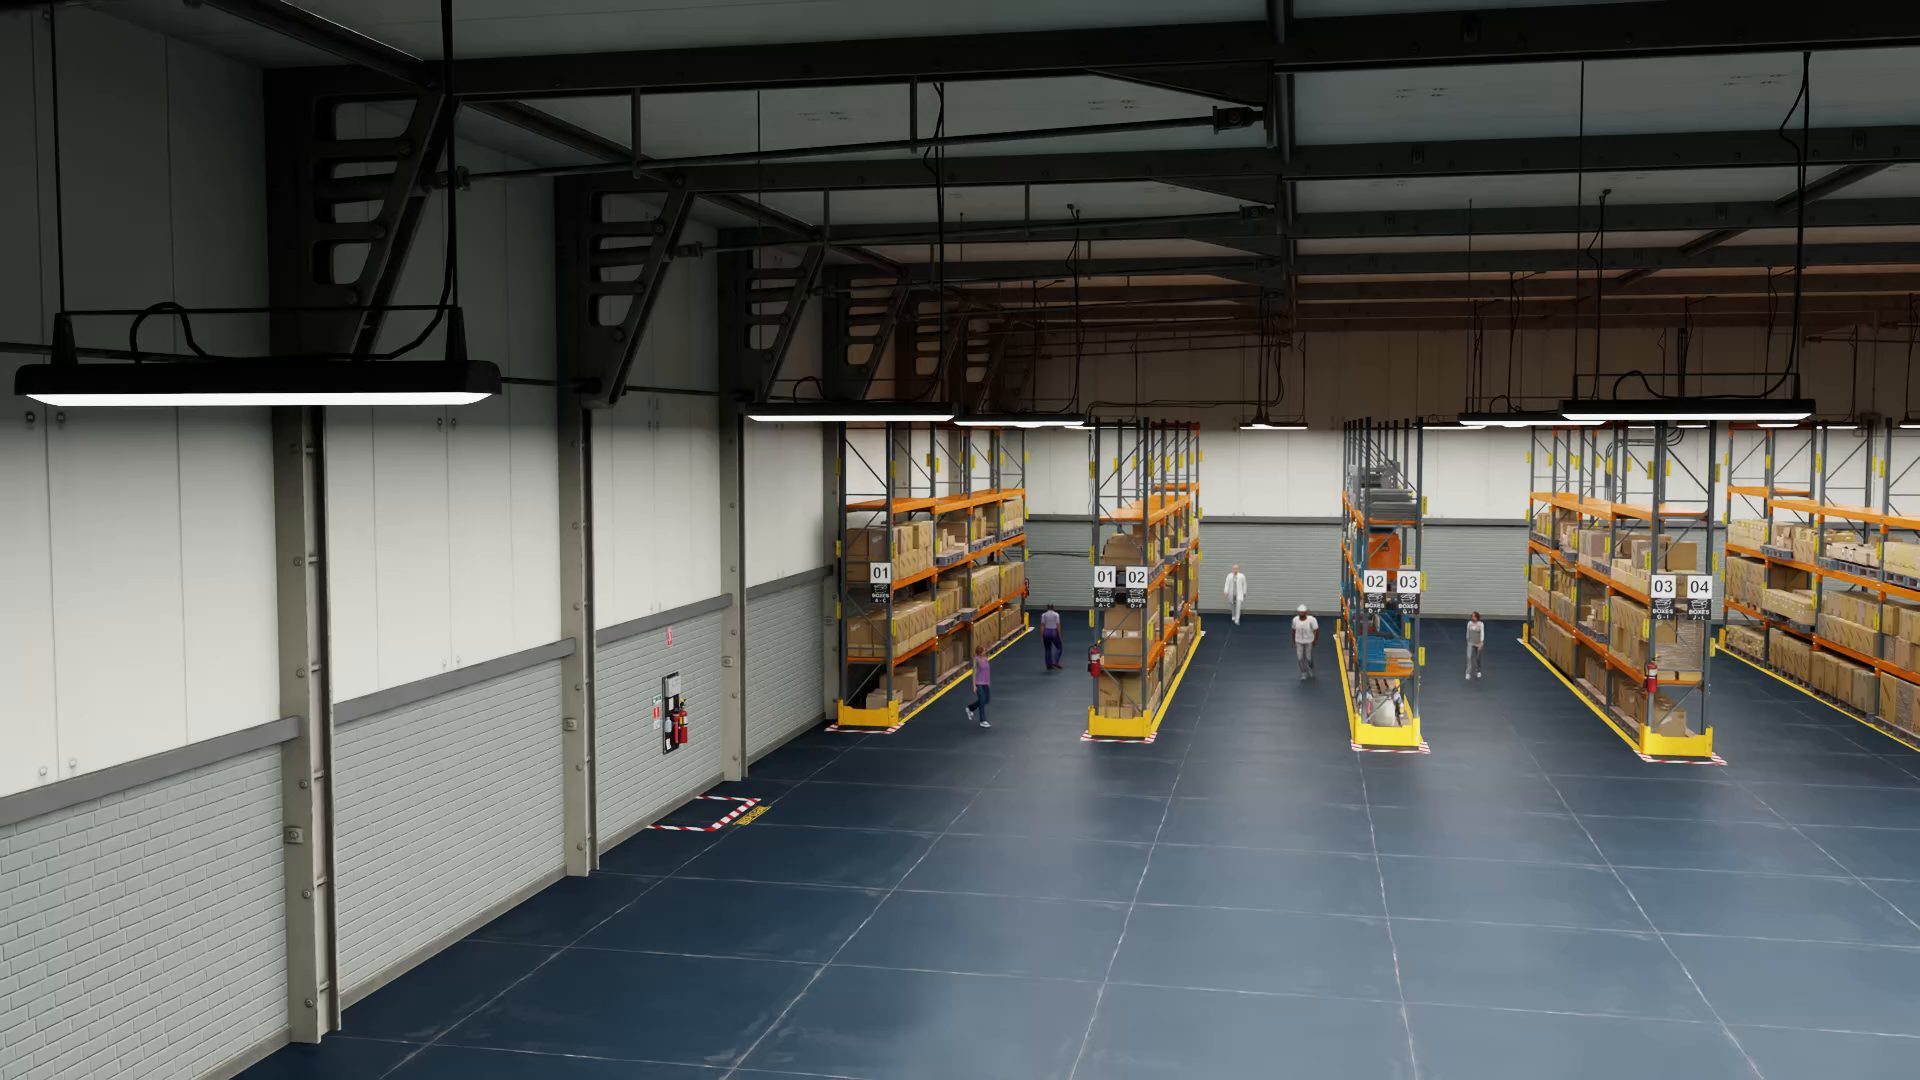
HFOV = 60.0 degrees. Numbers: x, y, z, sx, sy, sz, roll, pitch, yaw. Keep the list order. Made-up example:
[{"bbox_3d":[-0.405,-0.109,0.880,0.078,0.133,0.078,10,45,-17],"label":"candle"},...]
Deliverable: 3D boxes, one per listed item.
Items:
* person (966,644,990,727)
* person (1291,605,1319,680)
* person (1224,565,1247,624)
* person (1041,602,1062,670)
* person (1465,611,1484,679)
[{"bbox_3d":[0.386,2.817,32.426,0.704,1.581,0.471,3,5,40],"label":"person"},{"bbox_3d":[8.005,2.357,38.536,0.636,1.740,0.669,2,4,27],"label":"person"},{"bbox_3d":[8.243,1.607,49.811,0.652,1.713,1.142,1,4,14],"label":"person"},{"bbox_3d":[2.205,2.312,39.981,0.552,1.646,0.477,1,4,18],"label":"person"},{"bbox_3d":[11.896,2.430,38.441,0.428,1.554,0.898,2,4,28],"label":"person"}]
